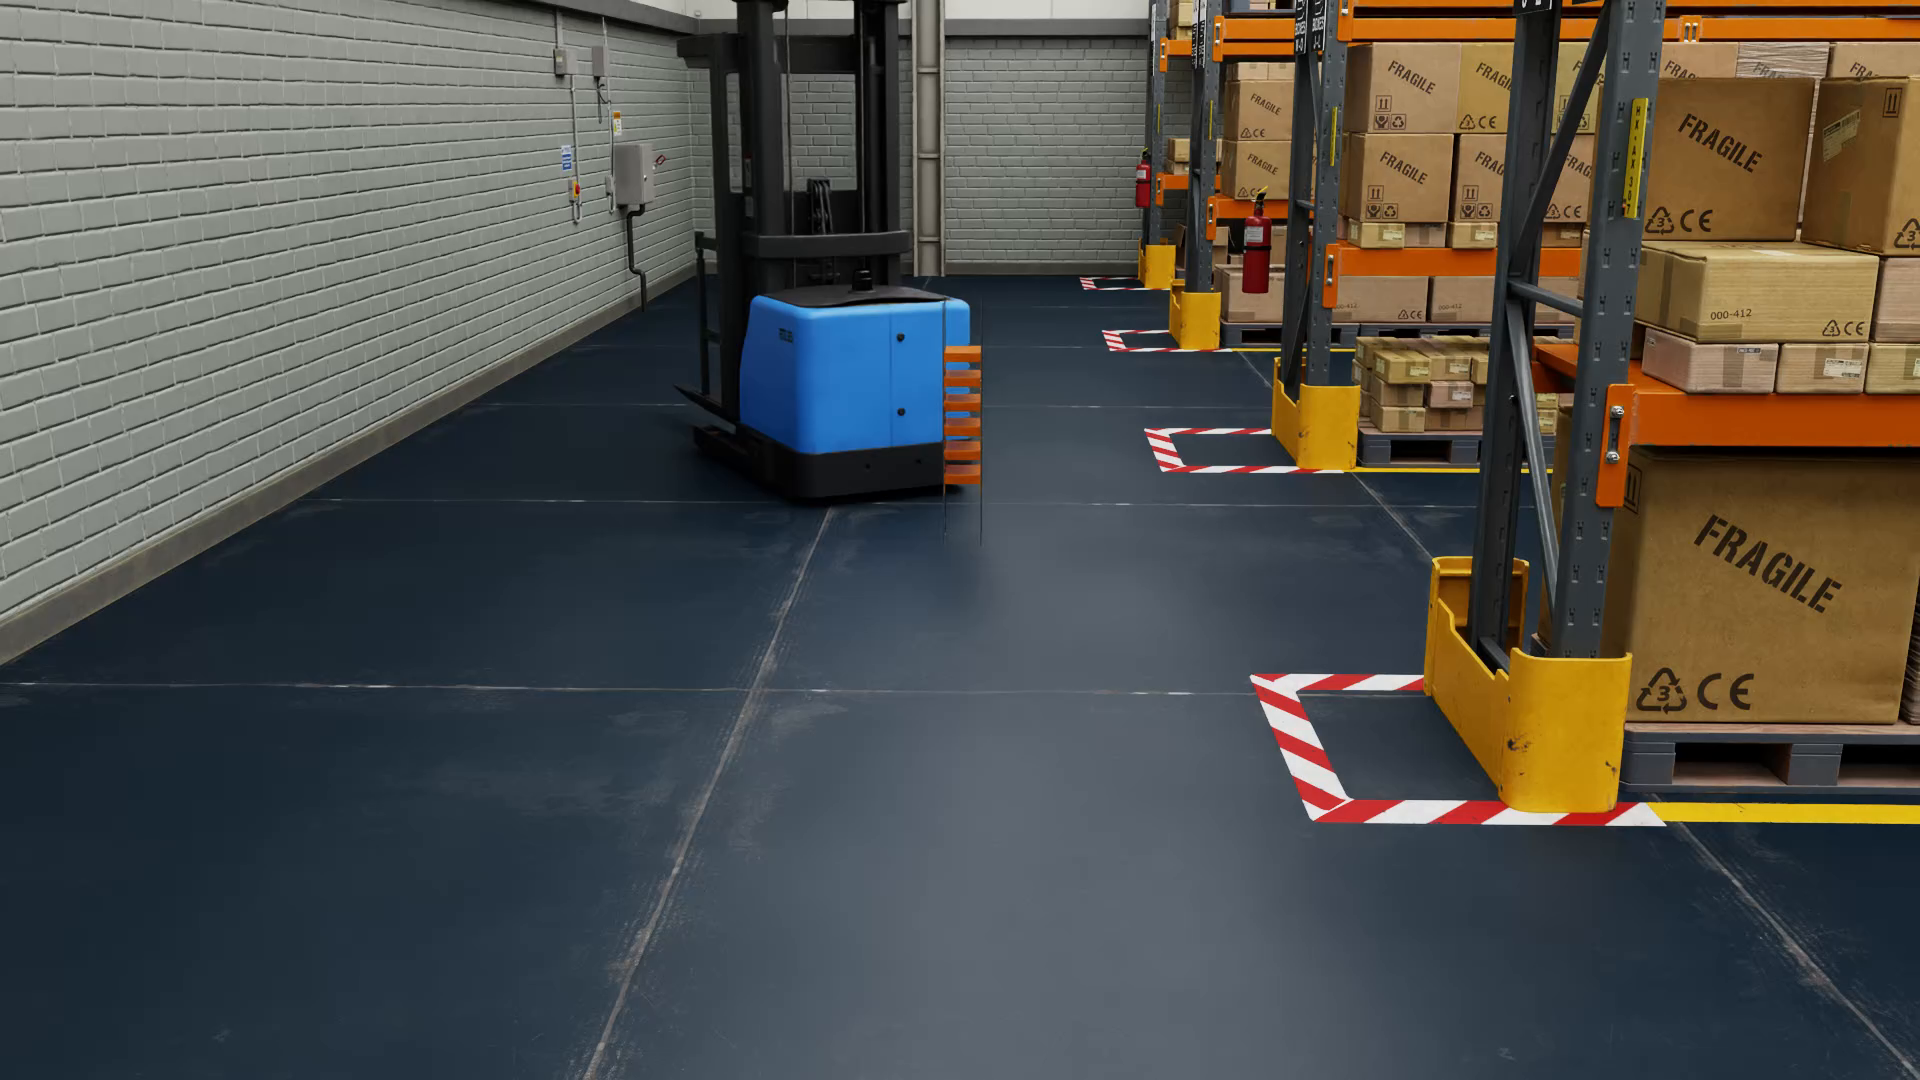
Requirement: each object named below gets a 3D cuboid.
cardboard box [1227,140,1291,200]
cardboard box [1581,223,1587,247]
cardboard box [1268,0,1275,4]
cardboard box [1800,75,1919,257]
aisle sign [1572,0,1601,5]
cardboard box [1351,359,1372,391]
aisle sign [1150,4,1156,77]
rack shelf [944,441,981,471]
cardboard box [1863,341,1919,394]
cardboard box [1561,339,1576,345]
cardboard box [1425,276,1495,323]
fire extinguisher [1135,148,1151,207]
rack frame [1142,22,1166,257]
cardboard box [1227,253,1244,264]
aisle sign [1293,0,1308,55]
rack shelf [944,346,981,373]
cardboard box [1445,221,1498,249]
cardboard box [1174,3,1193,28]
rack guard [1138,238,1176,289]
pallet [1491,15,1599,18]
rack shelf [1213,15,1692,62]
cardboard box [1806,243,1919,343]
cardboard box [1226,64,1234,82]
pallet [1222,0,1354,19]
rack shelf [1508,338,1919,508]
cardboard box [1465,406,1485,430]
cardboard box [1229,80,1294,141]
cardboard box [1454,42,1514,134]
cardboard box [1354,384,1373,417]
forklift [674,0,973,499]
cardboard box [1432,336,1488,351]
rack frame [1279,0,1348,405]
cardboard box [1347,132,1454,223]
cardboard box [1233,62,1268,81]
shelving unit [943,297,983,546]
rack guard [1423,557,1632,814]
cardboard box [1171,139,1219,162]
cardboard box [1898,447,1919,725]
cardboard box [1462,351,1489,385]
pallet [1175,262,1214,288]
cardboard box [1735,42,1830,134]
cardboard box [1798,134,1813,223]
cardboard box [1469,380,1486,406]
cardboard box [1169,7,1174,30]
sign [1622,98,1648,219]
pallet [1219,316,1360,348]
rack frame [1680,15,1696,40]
[{"bbox_3d":[2.638,-3.254,14.599,0.500,0.500,0.500,0,15,1],"label":"cardboard box"},{"bbox_3d":[3.758,-1.822,9.859,0.250,0.149,0.380,0,15,0],"label":"cardboard box"},{"bbox_3d":[3.737,-6.237,18.950,0.500,0.250,0.500,0,15,1],"label":"cardboard box"},{"bbox_3d":[2.886,-1.114,4.922,0.500,0.500,0.500,0,15,0],"label":"cardboard box"},{"bbox_3d":[1.833,-1.936,4.702,0.004,0.787,0.394,0,15,1],"label":"aisle sign"},{"bbox_3d":[2.675,-1.057,10.649,0.250,0.149,0.380,0,15,0],"label":"cardboard box"},{"bbox_3d":[2.213,-5.731,19.085,0.004,0.787,0.394,0,15,1],"label":"aisle sign"},{"bbox_3d":[0.014,-0.421,8.229,0.180,0.103,0.258,0,15,1],"label":"rack shelf"},{"bbox_3d":[2.772,-0.544,5.015,0.250,0.149,0.380,0,15,0],"label":"cardboard box"},{"bbox_3d":[3.976,-1.172,10.500,0.250,0.149,0.380,0,15,0],"label":"cardboard box"},{"bbox_3d":[4.645,-2.258,15.216,0.875,0.438,0.875,0,15,0],"label":"cardboard box"},{"bbox_3d":[2.130,-4.214,19.313,0.183,0.674,0.296,0,15,1],"label":"fire extinguisher"},{"bbox_3d":[2.289,-4.548,19.699,0.127,3.000,1.000,0,15,1],"label":"rack frame"},{"bbox_3d":[3.322,-3.332,19.854,0.250,0.149,0.380,0,15,-1],"label":"cardboard box"},{"bbox_3d":[2.075,-3.353,10.074,0.004,0.787,0.394,0,15,1],"label":"aisle sign"},{"bbox_3d":[0.014,-0.885,8.106,0.180,0.103,0.258,0,15,1],"label":"rack shelf"},{"bbox_3d":[2.979,-1.806,9.796,0.250,0.149,0.380,0,15,0],"label":"cardboard box"},{"bbox_3d":[2.726,-5.997,19.022,0.500,0.250,0.500,0,15,1],"label":"cardboard box"},{"bbox_3d":[2.365,-3.339,20.016,0.348,0.500,1.175,0,15,1],"label":"rack guard"},{"bbox_3d":[5.347,-4.672,14.461,1.213,0.211,1.003,0,15,1],"label":"pallet"},{"bbox_3d":[4.165,-4.372,14.561,4.000,0.370,1.077,0,15,1],"label":"rack shelf"},{"bbox_3d":[2.906,-0.753,5.024,0.500,0.250,0.500,0,15,1],"label":"cardboard box"},{"bbox_3d":[2.530,-4.176,14.863,0.250,0.149,0.380,1,15,2],"label":"cardboard box"},{"bbox_3d":[2.908,-4.688,14.521,1.213,0.211,1.003,0,15,1],"label":"pallet"},{"bbox_3d":[3.912,-0.394,5.364,4.000,0.370,1.077,0,15,1],"label":"rack shelf"},{"bbox_3d":[3.168,-0.778,10.175,0.250,0.149,0.380,1,15,2],"label":"cardboard box"},{"bbox_3d":[2.638,-3.738,14.473,0.500,0.500,0.500,0,15,0],"label":"cardboard box"},{"bbox_3d":[3.087,-2.623,9.662,0.500,0.500,0.500,1,15,3],"label":"cardboard box"},{"bbox_3d":[2.672,-0.894,10.612,0.250,0.149,0.380,1,15,2],"label":"cardboard box"},{"bbox_3d":[-1.023,-1.970,10.062,1.130,2.935,3.031,-7,16,-25],"label":"forklift"},{"bbox_3d":[3.188,-1.207,10.635,0.250,0.149,0.380,0,15,0],"label":"cardboard box"},{"bbox_3d":[2.141,-2.019,10.114,0.127,3.000,1.000,0,15,1],"label":"rack frame"},{"bbox_3d":[2.582,-2.138,9.785,0.500,0.500,0.500,1,15,4],"label":"cardboard box"},{"bbox_3d":[2.514,-4.055,14.402,0.250,0.149,0.380,1,15,3],"label":"cardboard box"},{"bbox_3d":[0.014,-0.580,8.187,0.189,1.200,0.258,0,15,1],"label":"shelving unit"},{"bbox_3d":[1.889,0.453,5.641,0.348,0.500,1.175,0,15,1],"label":"rack guard"},{"bbox_3d":[2.736,-4.548,19.408,0.500,0.250,0.500,0,15,2],"label":"cardboard box"},{"bbox_3d":[3.464,0.059,5.578,0.875,0.875,0.875,0,15,1],"label":"cardboard box"},{"bbox_3d":[3.183,-1.036,9.986,0.250,0.149,0.380,0,15,1],"label":"cardboard box"},{"bbox_3d":[3.162,-3.194,20.034,1.213,0.211,1.003,0,15,1],"label":"pallet"},{"bbox_3d":[4.634,-2.612,9.621,0.500,0.500,0.500,1,15,3],"label":"cardboard box"},{"bbox_3d":[4.632,-2.124,9.731,0.500,0.500,0.500,0,15,1],"label":"cardboard box"},{"bbox_3d":[3.177,-0.924,10.143,0.250,0.149,0.380,1,15,2],"label":"cardboard box"},{"bbox_3d":[2.741,-6.136,19.550,0.500,0.250,0.500,0,15,0],"label":"cardboard box"},{"bbox_3d":[1.893,-1.070,4.665,0.005,0.325,0.100,0,15,1],"label":"sign"},{"bbox_3d":[2.967,-1.949,15.313,1.213,0.211,1.003,0,15,1],"label":"pallet"},{"bbox_3d":[6.165,-3.256,14.802,0.127,3.000,1.000,0,15,1],"label":"rack frame"}]
